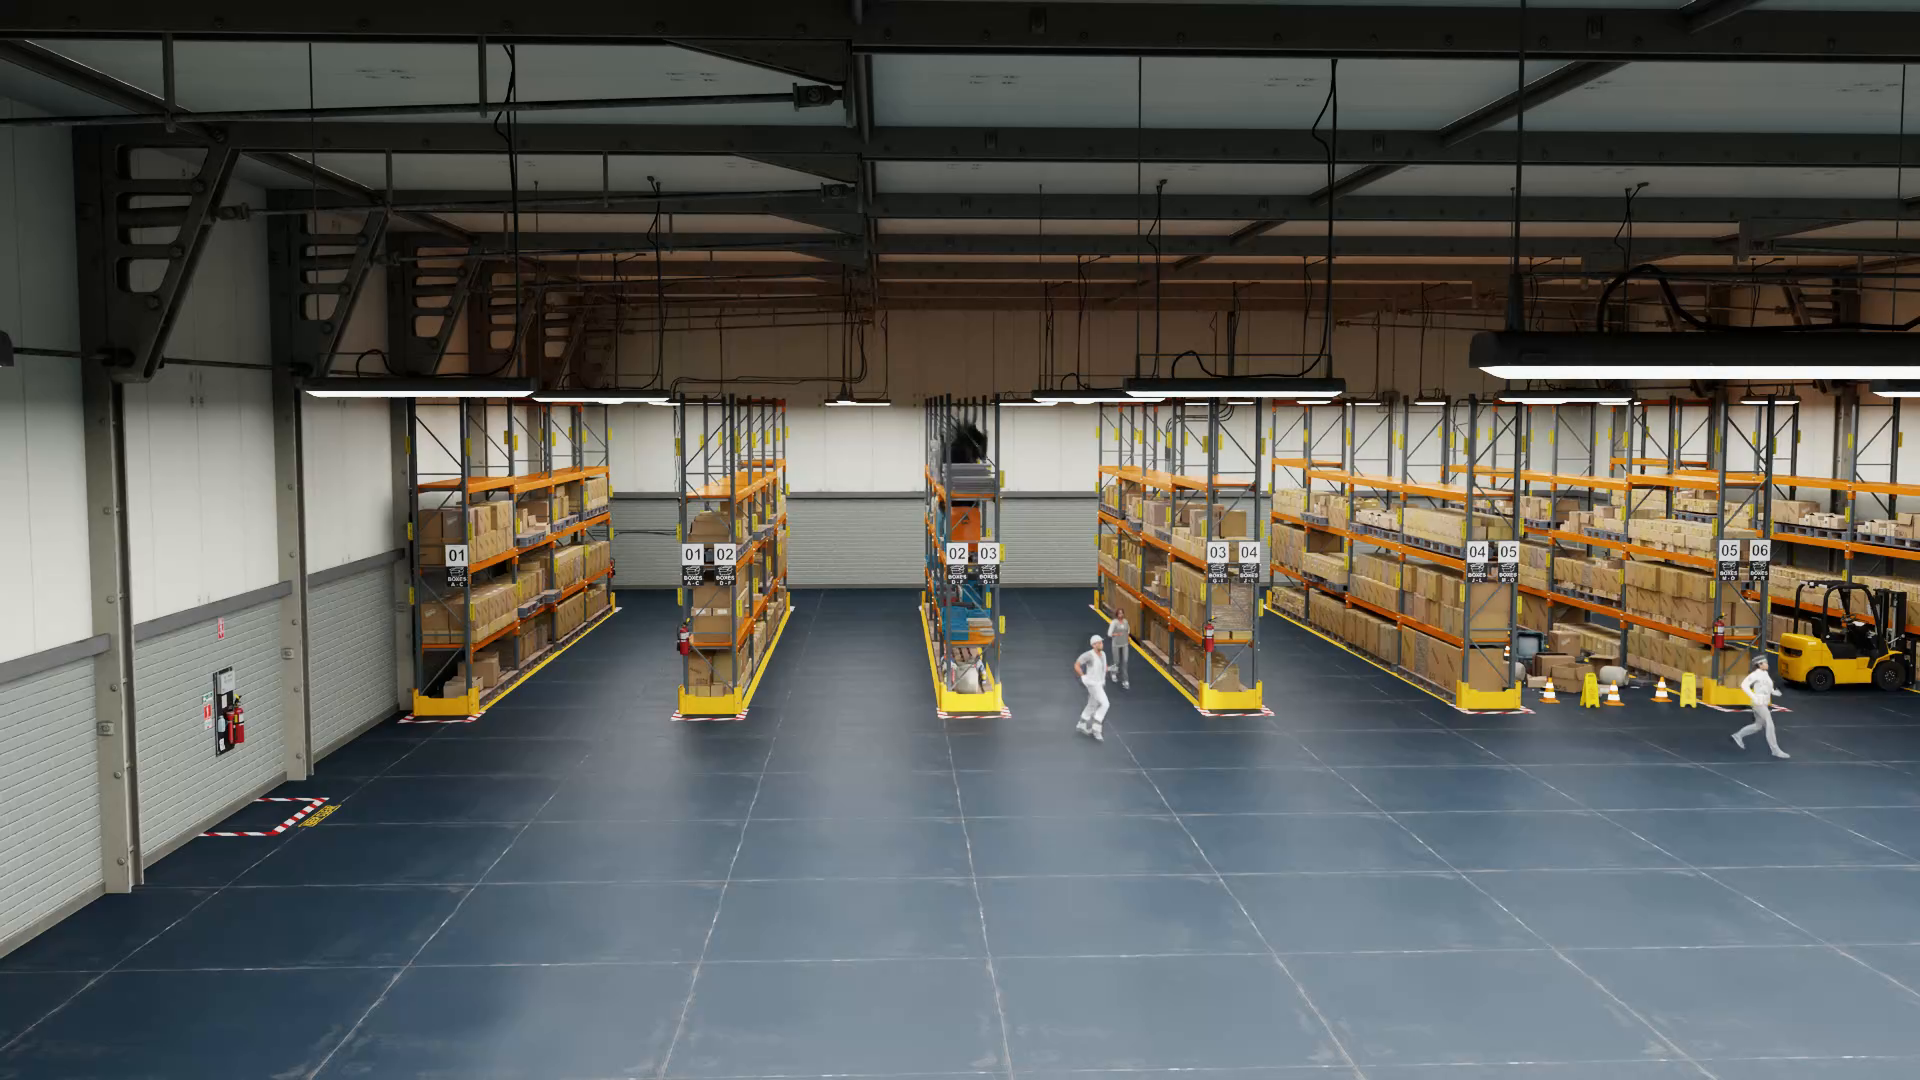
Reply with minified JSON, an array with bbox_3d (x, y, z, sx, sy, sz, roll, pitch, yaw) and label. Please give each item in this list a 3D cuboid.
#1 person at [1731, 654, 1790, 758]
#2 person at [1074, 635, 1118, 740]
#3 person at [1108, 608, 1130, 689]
[{"bbox_3d":[13.195,2.705,27.383,0.948,1.664,0.636,4,6,41],"label":"person"},{"bbox_3d":[2.377,2.563,28.919,0.754,1.838,0.616,3,5,32],"label":"person"},{"bbox_3d":[3.284,2.196,34.207,0.531,1.607,0.838,-1,5,-11],"label":"person"}]
